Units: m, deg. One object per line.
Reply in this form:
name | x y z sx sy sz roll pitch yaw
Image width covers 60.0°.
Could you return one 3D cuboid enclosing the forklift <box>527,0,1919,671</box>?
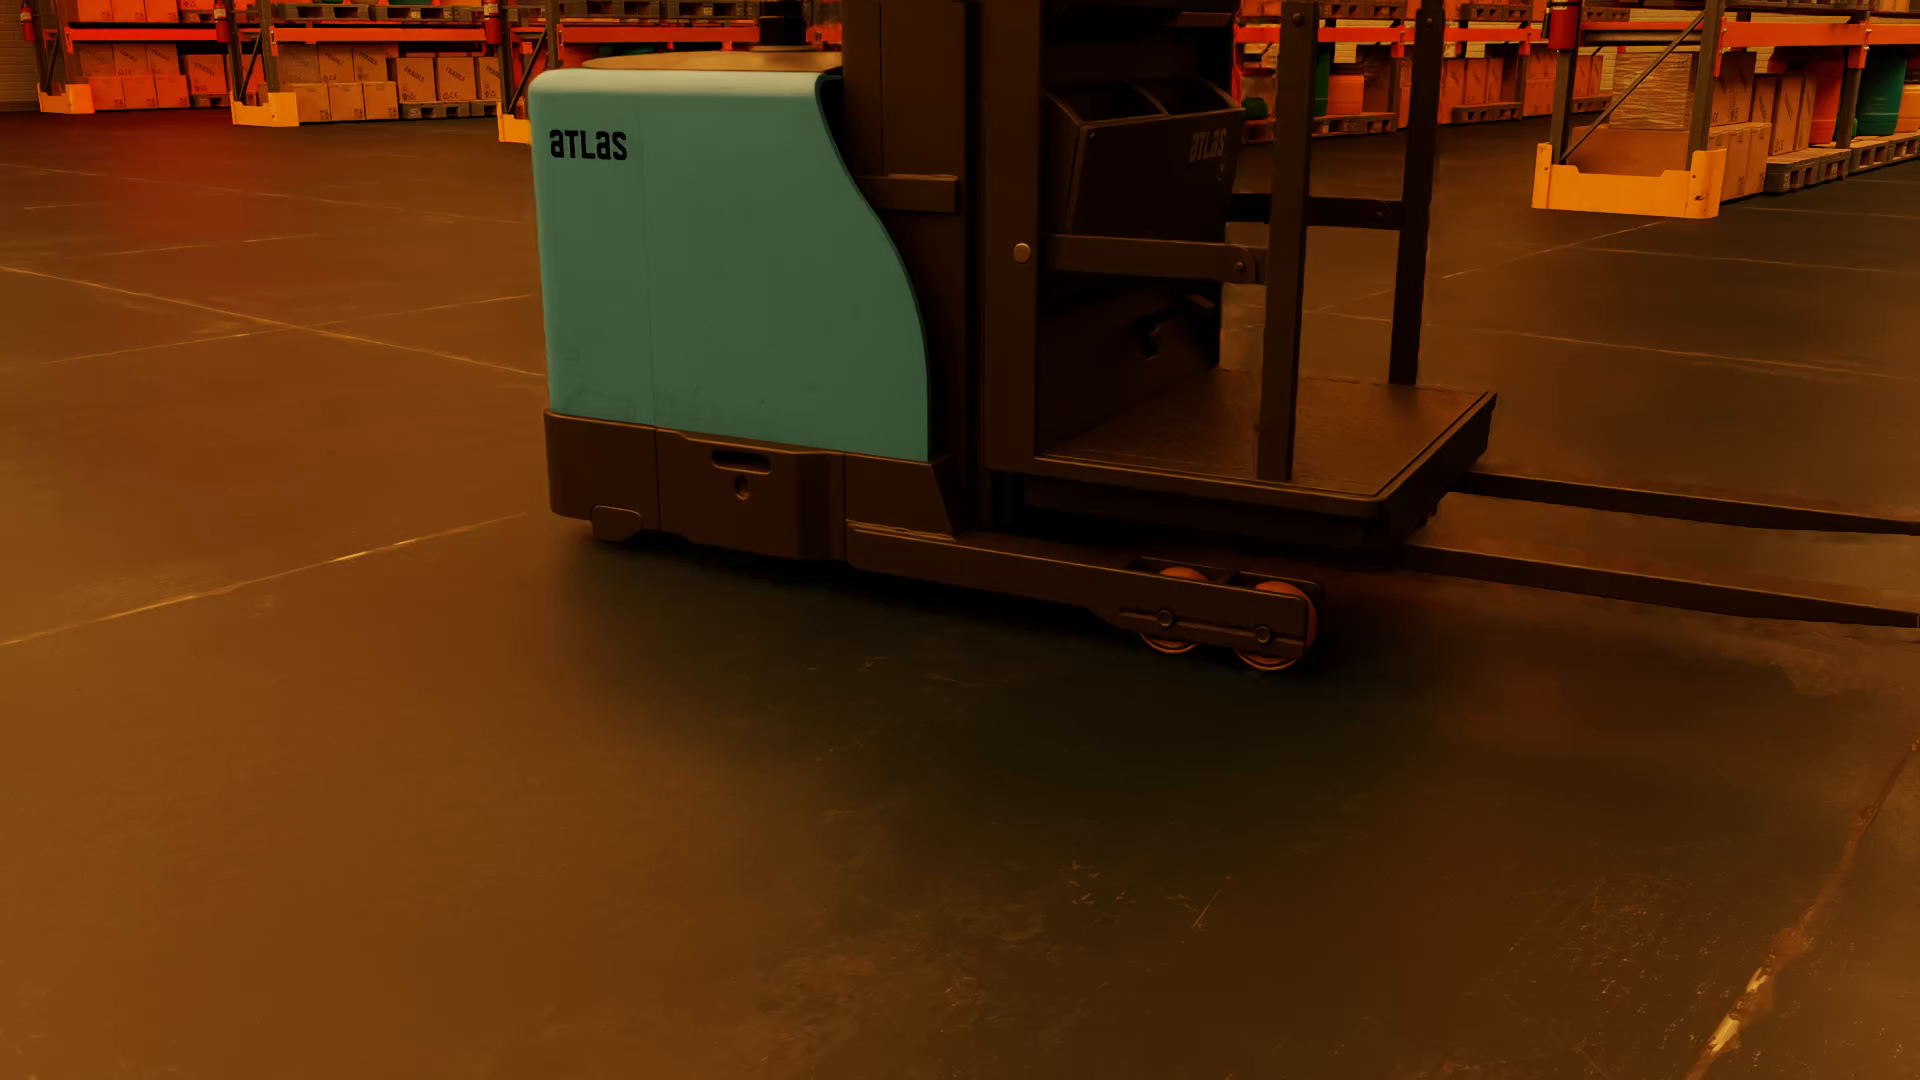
forklift | 0.574 -1.332 3.284 3.031 2.935 1.130 9 19 26
